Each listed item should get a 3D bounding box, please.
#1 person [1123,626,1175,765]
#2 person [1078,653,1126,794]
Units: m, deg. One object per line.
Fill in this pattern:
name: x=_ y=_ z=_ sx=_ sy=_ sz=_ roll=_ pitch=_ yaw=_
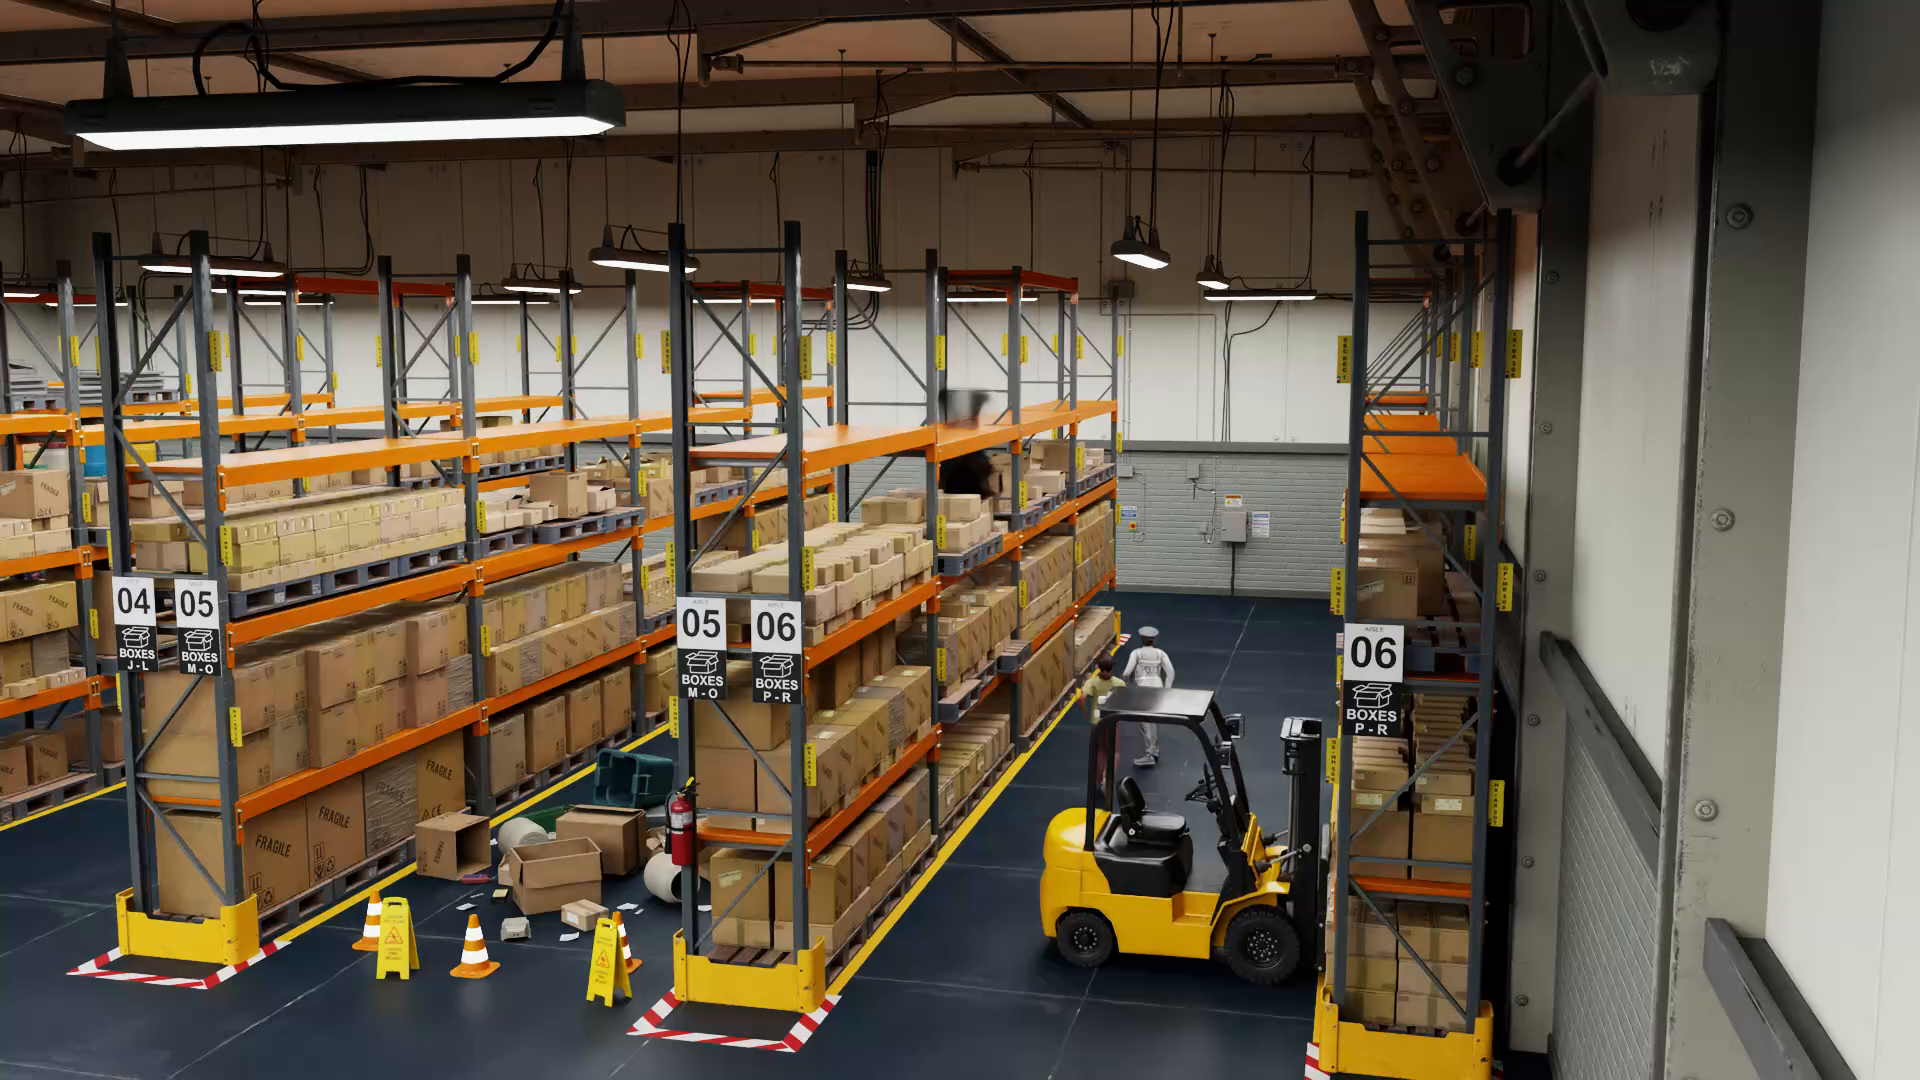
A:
person: x=2.261 y=1.910 z=20.374 sx=0.621 sy=1.643 sz=0.790 roll=-4 pitch=8 yaw=-29
person: x=1.627 y=2.074 z=18.629 sx=0.582 sy=1.642 sz=0.903 roll=1 pitch=7 yaw=11
